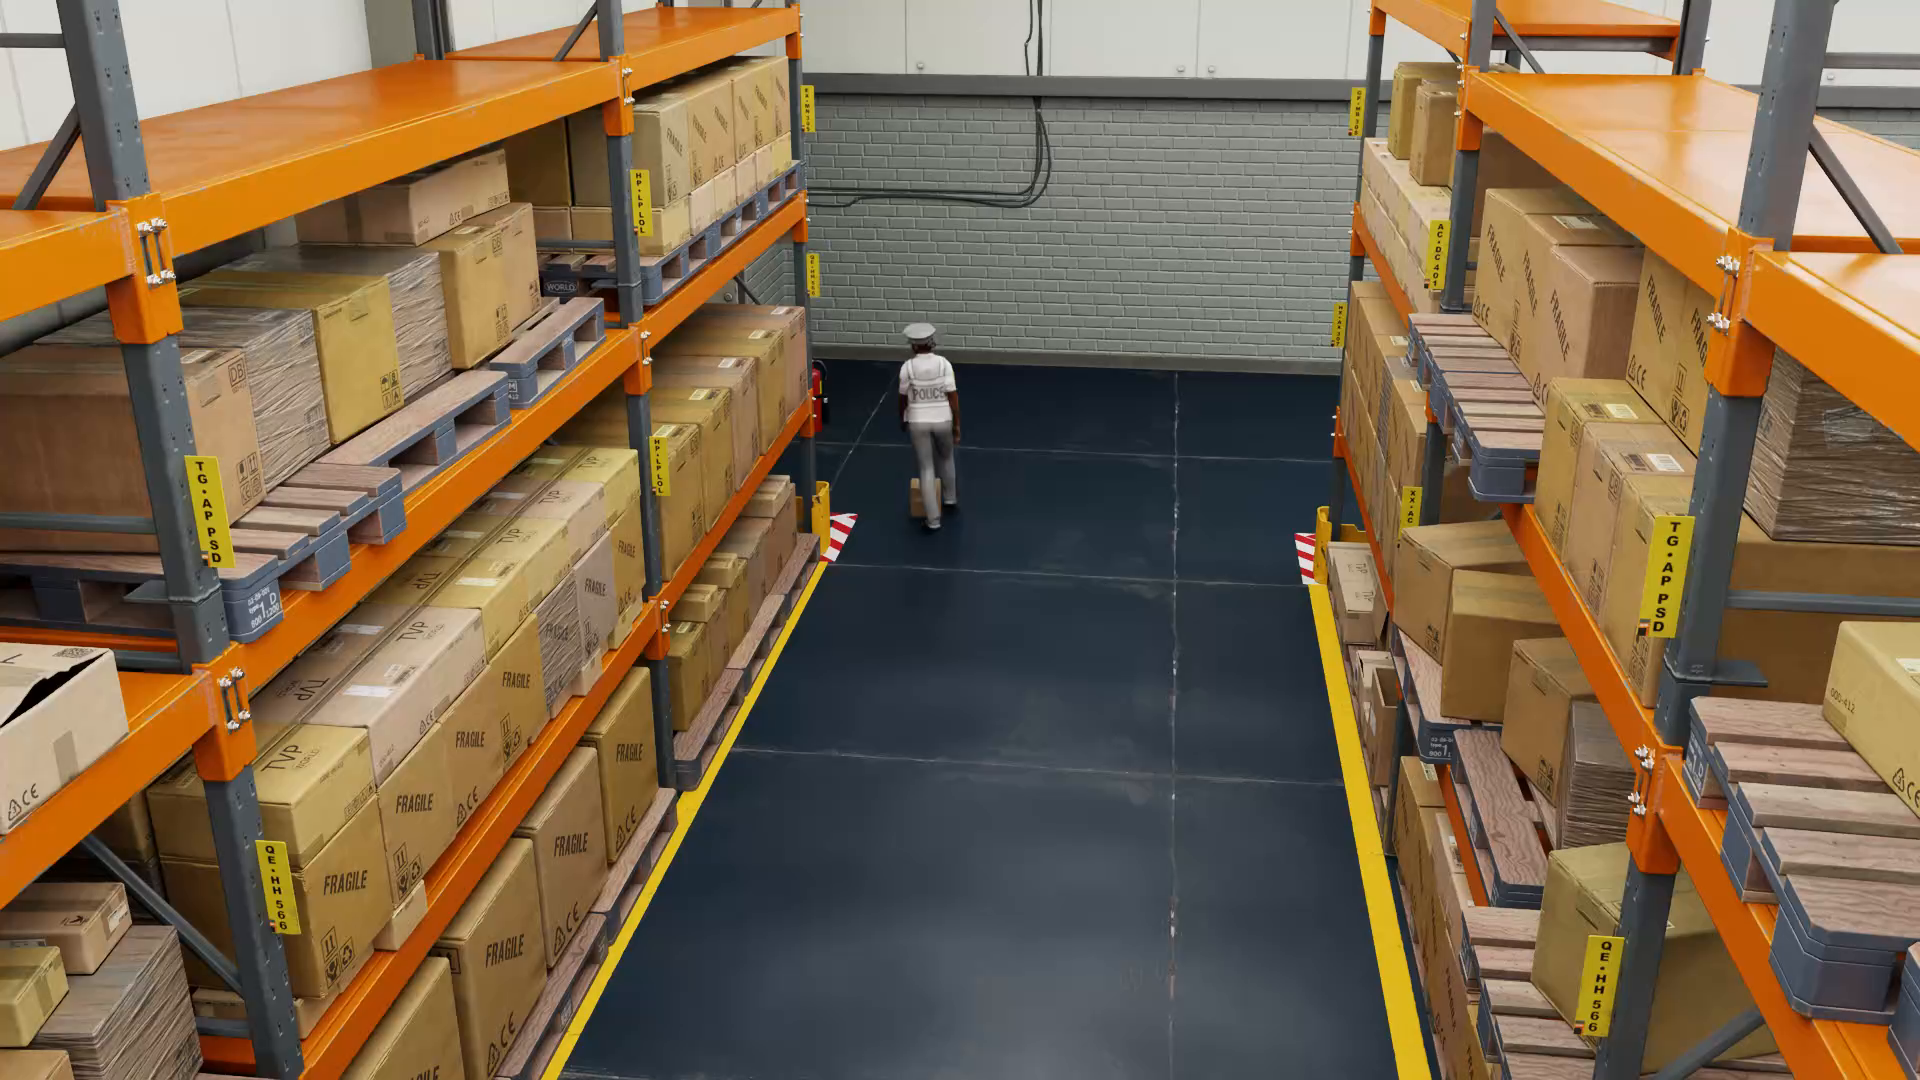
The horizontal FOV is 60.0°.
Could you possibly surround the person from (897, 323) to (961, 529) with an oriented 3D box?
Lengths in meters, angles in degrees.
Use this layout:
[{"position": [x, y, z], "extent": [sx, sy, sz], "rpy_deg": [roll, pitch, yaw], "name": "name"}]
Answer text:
[{"position": [-0.235, -0.949, 13.519], "extent": [0.547, 1.650, 0.794], "rpy_deg": [-4, 22, -11], "name": "person"}]
